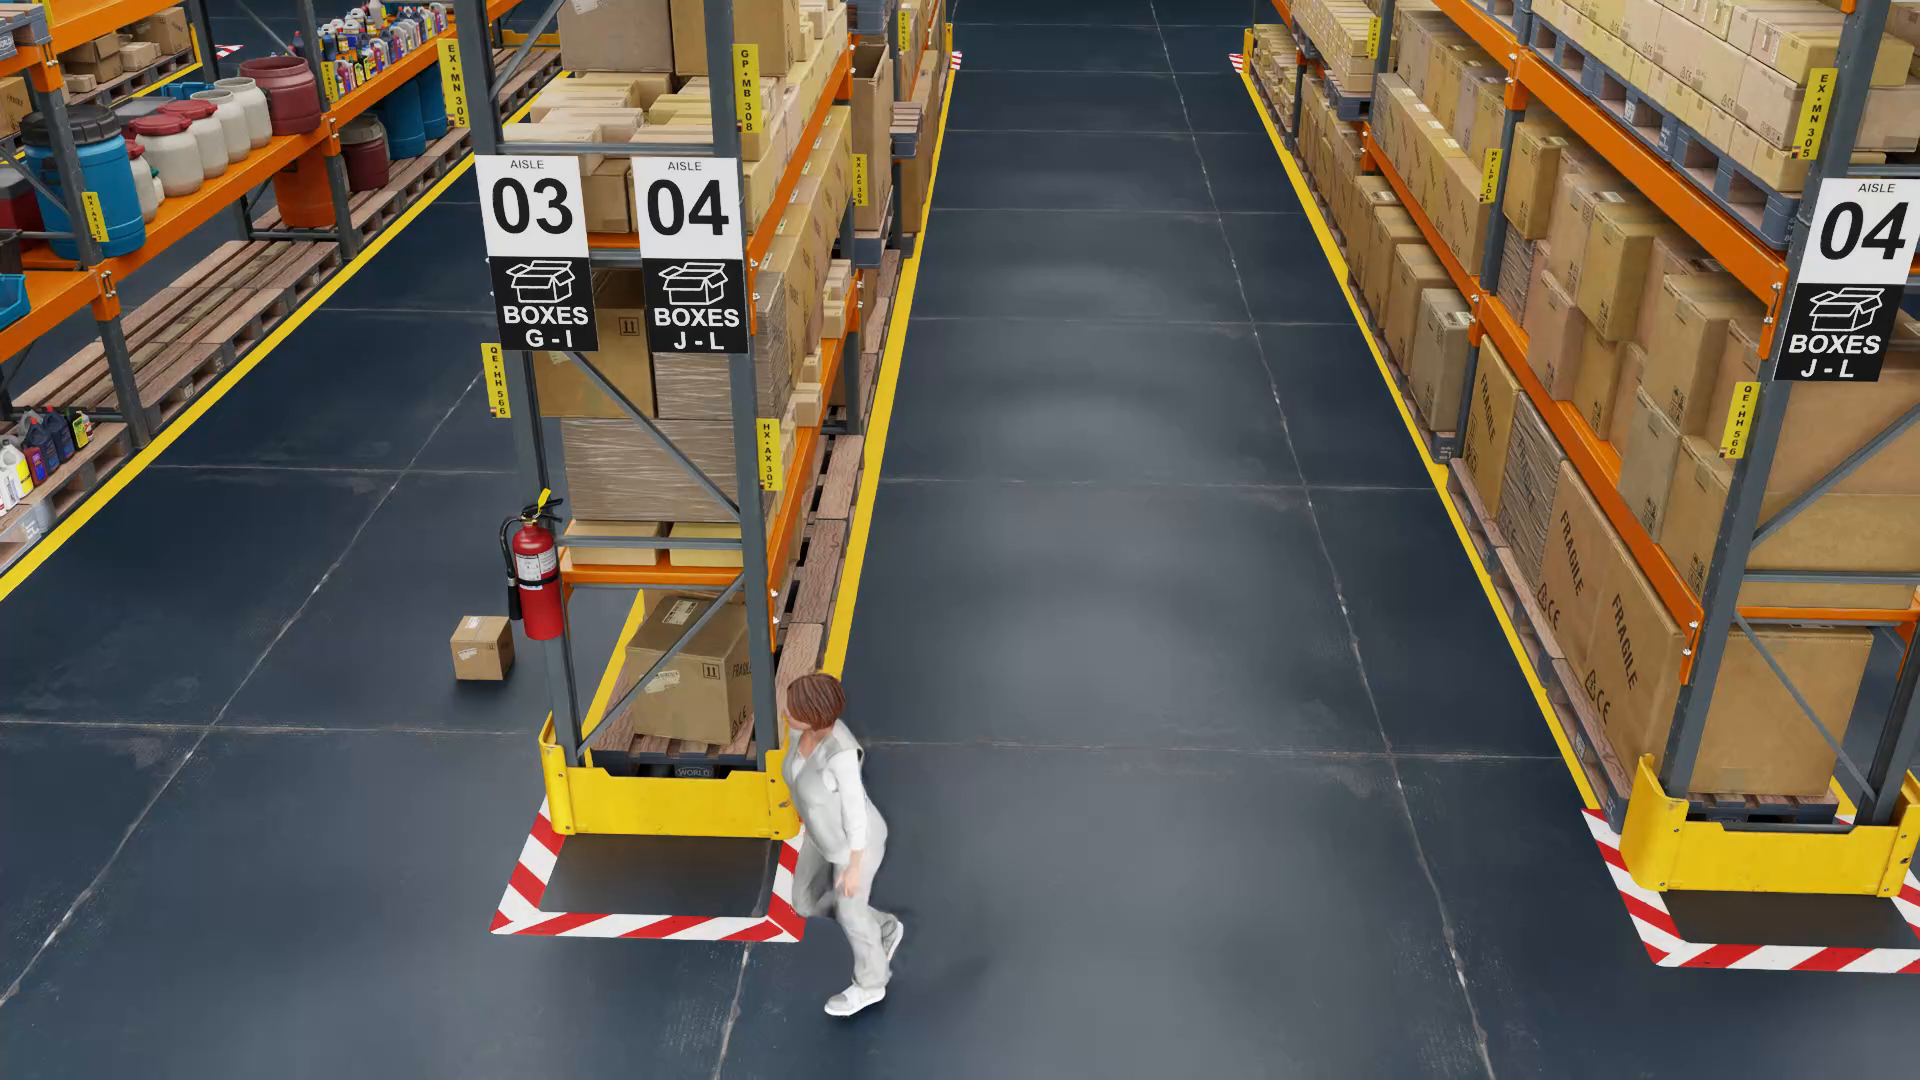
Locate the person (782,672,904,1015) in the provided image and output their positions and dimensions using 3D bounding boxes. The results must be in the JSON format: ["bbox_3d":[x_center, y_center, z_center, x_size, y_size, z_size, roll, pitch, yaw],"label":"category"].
[{"bbox_3d":[-0.437,1.148,6.483,0.469,1.574,0.452,-16,32,-27],"label":"person"}]
